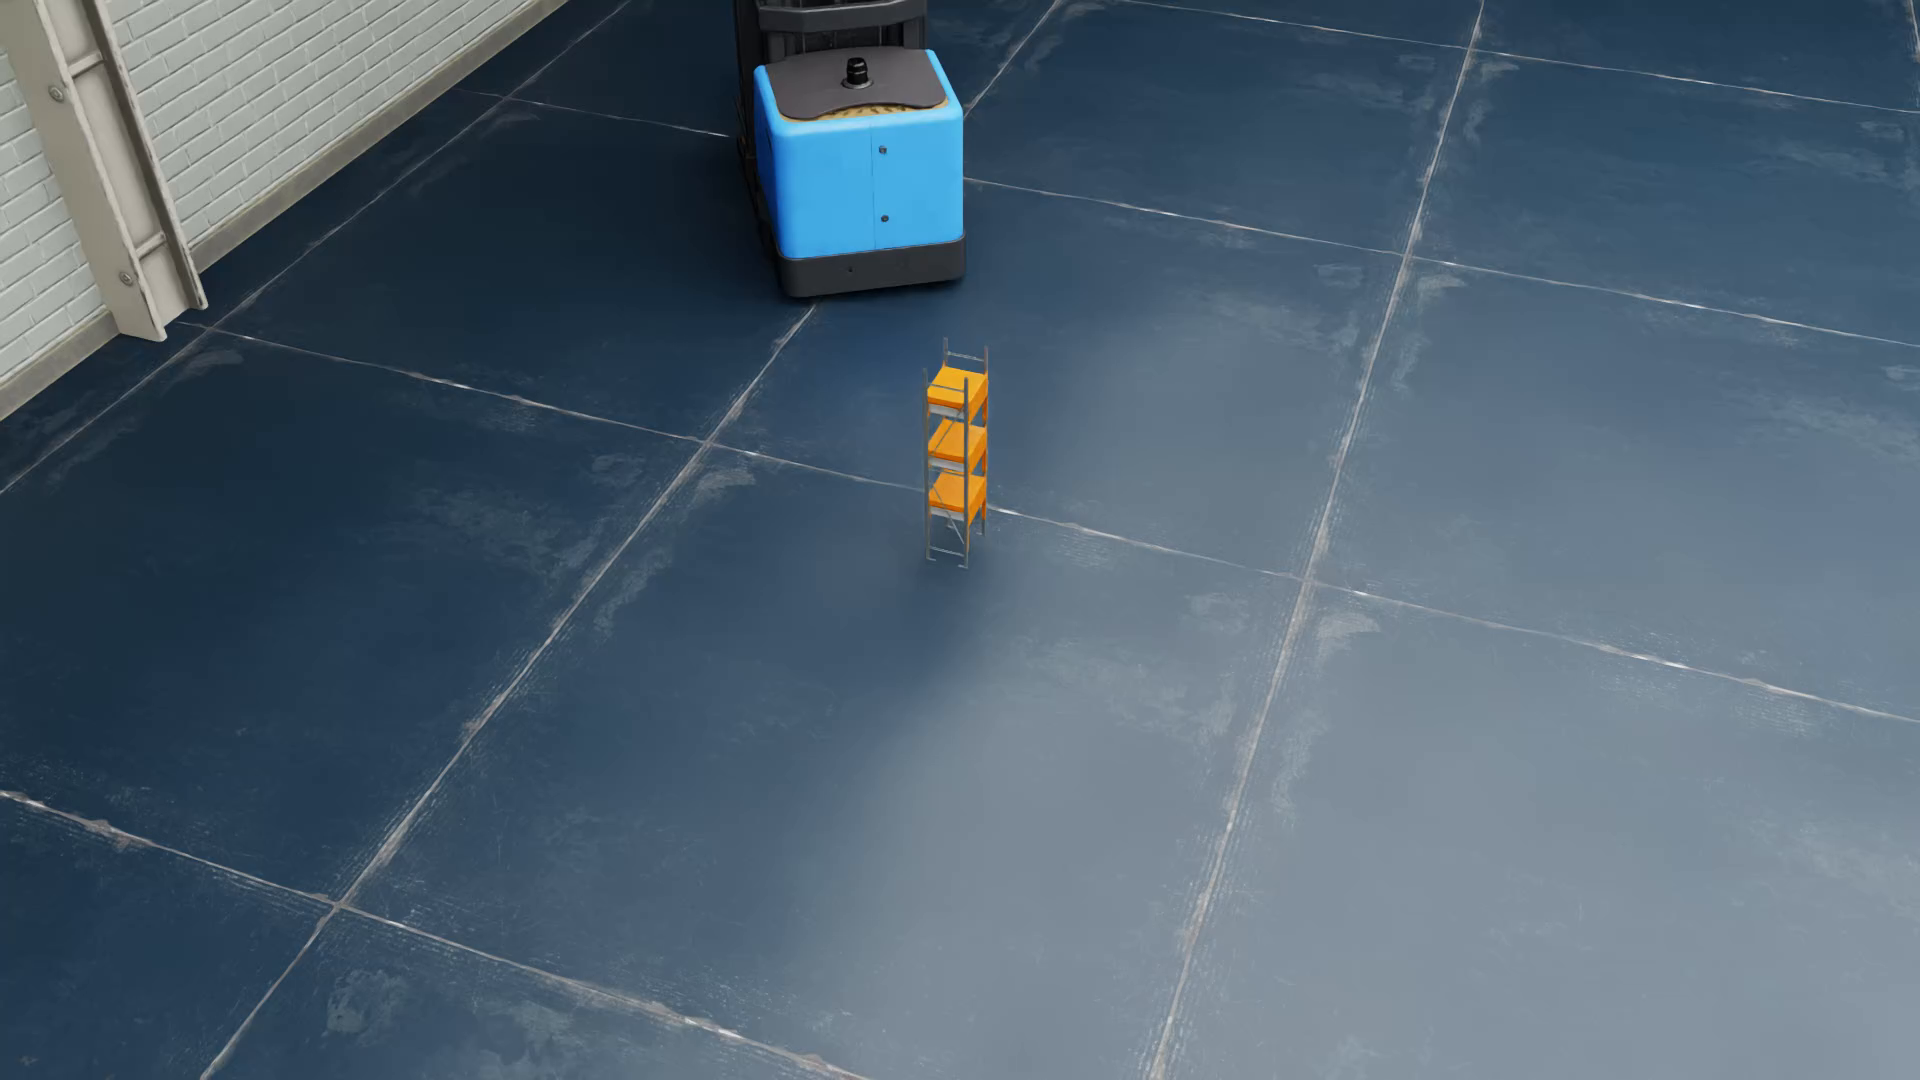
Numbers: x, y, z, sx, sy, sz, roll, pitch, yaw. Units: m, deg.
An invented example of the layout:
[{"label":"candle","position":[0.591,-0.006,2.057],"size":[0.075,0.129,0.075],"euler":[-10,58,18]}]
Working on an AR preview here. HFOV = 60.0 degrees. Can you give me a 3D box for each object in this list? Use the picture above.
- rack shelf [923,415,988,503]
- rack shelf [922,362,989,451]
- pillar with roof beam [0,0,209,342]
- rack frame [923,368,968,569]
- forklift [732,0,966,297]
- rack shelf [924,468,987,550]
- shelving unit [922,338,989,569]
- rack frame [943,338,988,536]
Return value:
[{"label":"rack shelf","position":[-0.018,-0.359,7.331],"size":[0.215,0.259,0.240],"euler":[13,42,15]},{"label":"rack shelf","position":[-0.018,-0.575,7.147],"size":[0.215,0.259,0.240],"euler":[13,42,15]},{"label":"pillar with roof beam","position":[-0.333,-3.687,5.092],"size":[9.100,9.000,0.400],"euler":[13,42,15]},{"label":"rack frame","position":[-0.060,-0.292,7.237],"size":[0.200,1.050,0.008],"euler":[13,42,15]},{"label":"forklift","position":[-0.788,-3.415,9.448],"size":[1.130,2.935,3.031],"euler":[-8,41,-10]},{"label":"rack shelf","position":[-0.018,-0.147,7.512],"size":[0.215,0.259,0.240],"euler":[13,42,15]},{"label":"shelving unit","position":[-0.018,-0.367,7.325],"size":[0.215,1.050,0.252],"euler":[13,42,15]},{"label":"rack frame","position":[0.023,-0.441,7.412],"size":[0.200,1.050,0.008],"euler":[13,42,15]}]
